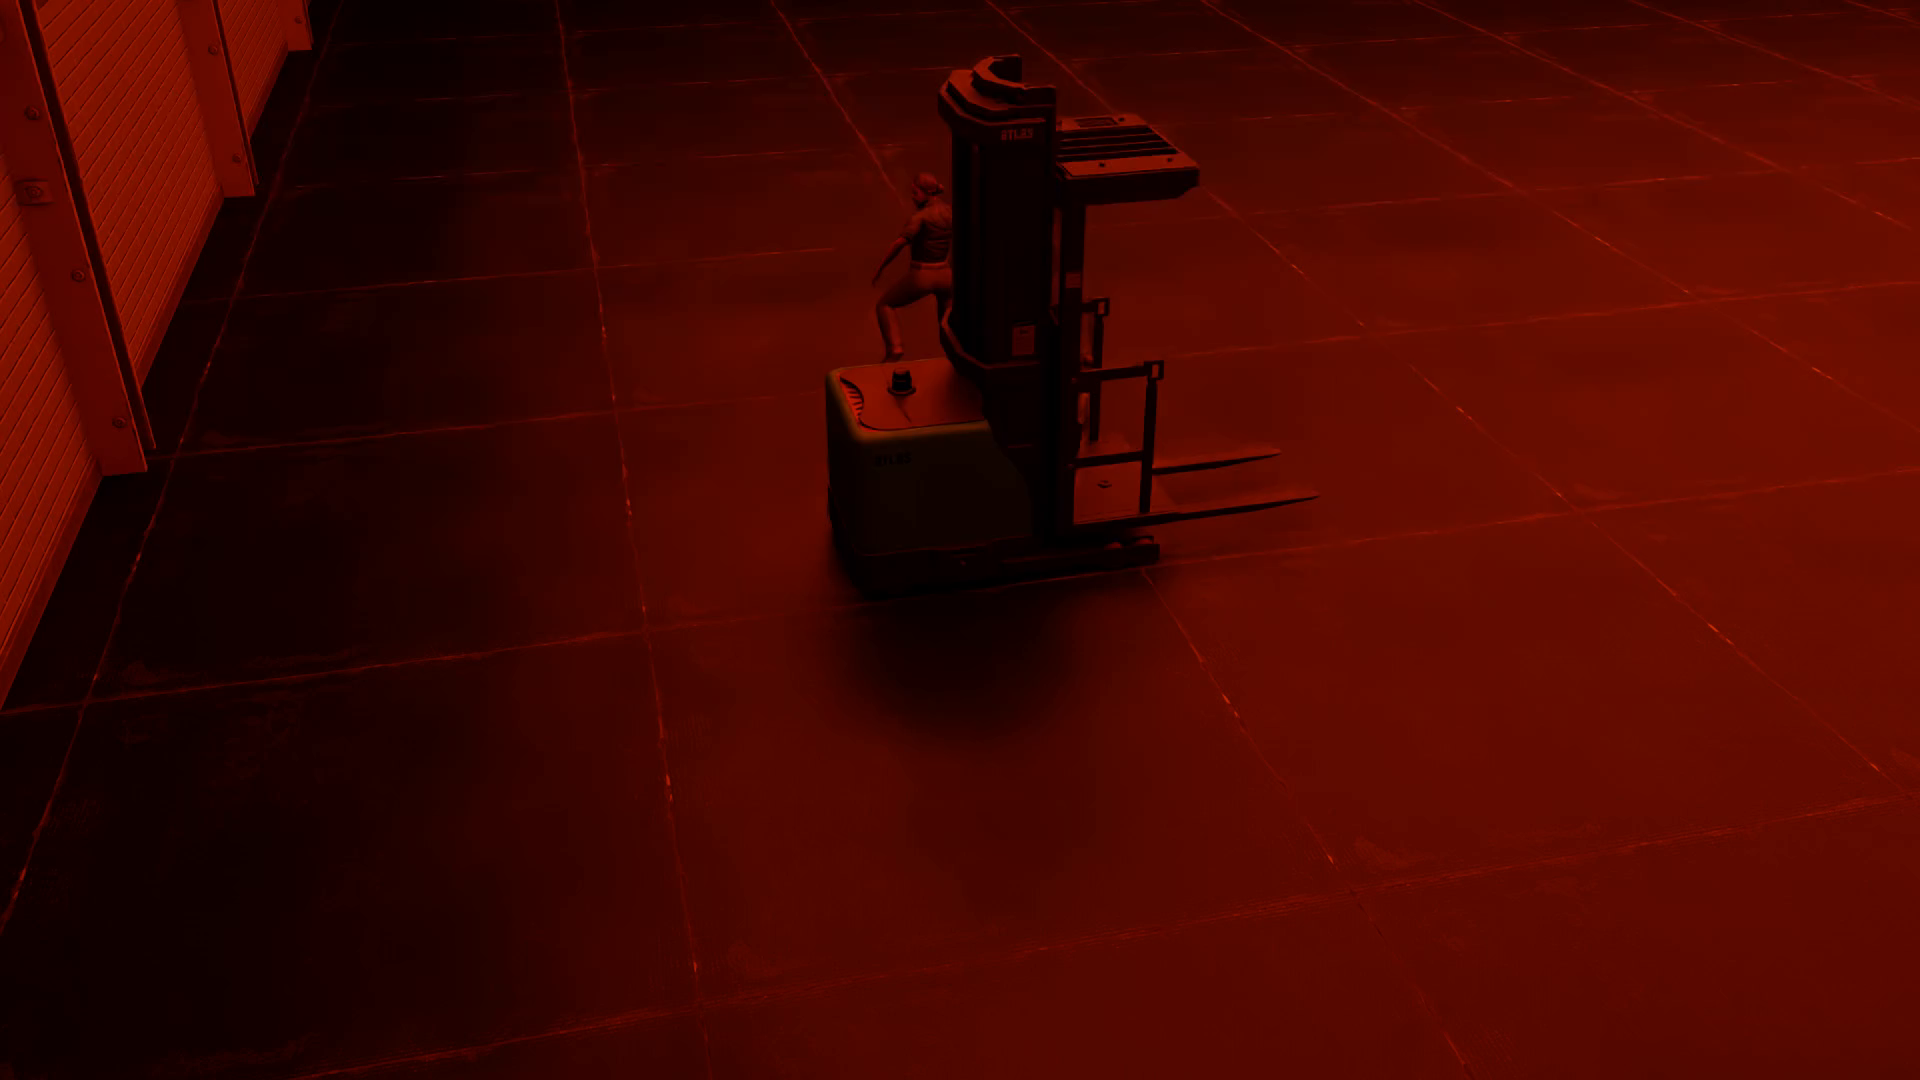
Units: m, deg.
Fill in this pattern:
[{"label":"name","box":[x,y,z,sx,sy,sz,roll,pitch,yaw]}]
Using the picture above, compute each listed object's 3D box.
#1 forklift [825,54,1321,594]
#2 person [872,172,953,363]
[{"label":"forklift","box":[0.740,-1.336,9.882,3.031,2.935,1.130,-7,31,-12]},{"label":"person","box":[-0.235,-2.006,12.499,0.995,1.545,0.486,-16,34,-25]}]
